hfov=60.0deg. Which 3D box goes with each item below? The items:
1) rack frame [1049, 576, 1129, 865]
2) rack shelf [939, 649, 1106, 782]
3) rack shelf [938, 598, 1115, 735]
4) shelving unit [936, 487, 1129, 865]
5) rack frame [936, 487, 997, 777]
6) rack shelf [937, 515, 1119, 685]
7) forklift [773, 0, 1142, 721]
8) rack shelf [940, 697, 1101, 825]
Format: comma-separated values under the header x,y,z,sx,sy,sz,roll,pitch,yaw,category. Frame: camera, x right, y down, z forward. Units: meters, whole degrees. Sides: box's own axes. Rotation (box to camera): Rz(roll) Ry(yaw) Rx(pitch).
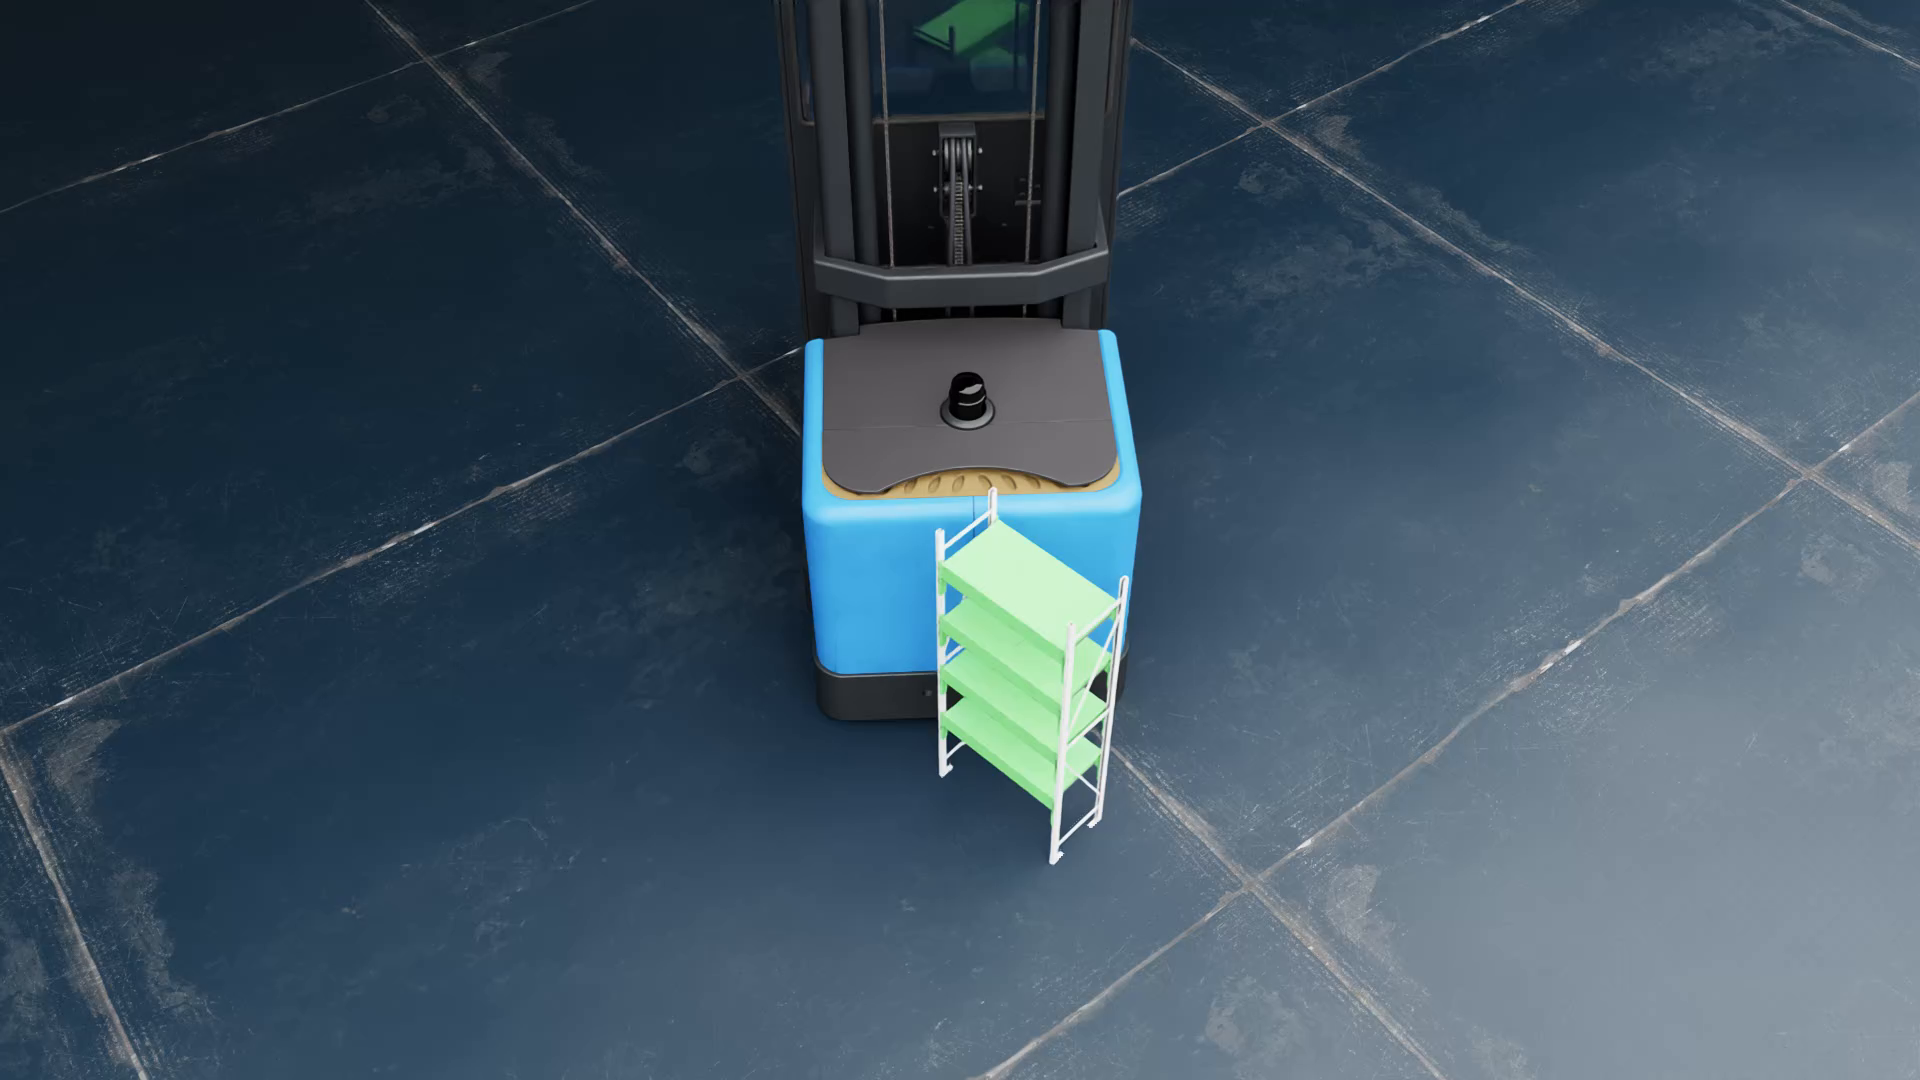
x,y,z,sx,sy,sz,roll,pitch,yaw,category
0.373,0.568,4.926,0.015,1.200,0.240,35,57,28,rack frame
0.196,0.486,5.086,0.480,0.148,0.258,35,57,28,rack shelf
0.196,0.325,4.908,0.480,0.148,0.258,35,57,28,rack shelf
0.196,0.443,5.038,0.503,1.200,0.258,35,57,28,shelving unit
0.019,0.319,5.151,0.015,1.200,0.240,35,57,28,rack frame
0.196,0.164,4.730,0.480,0.148,0.258,35,57,28,rack shelf
-0.032,-1.463,5.598,1.130,2.935,3.031,-2,48,-2,forklift
0.196,0.647,5.264,0.480,0.148,0.258,35,57,28,rack shelf
